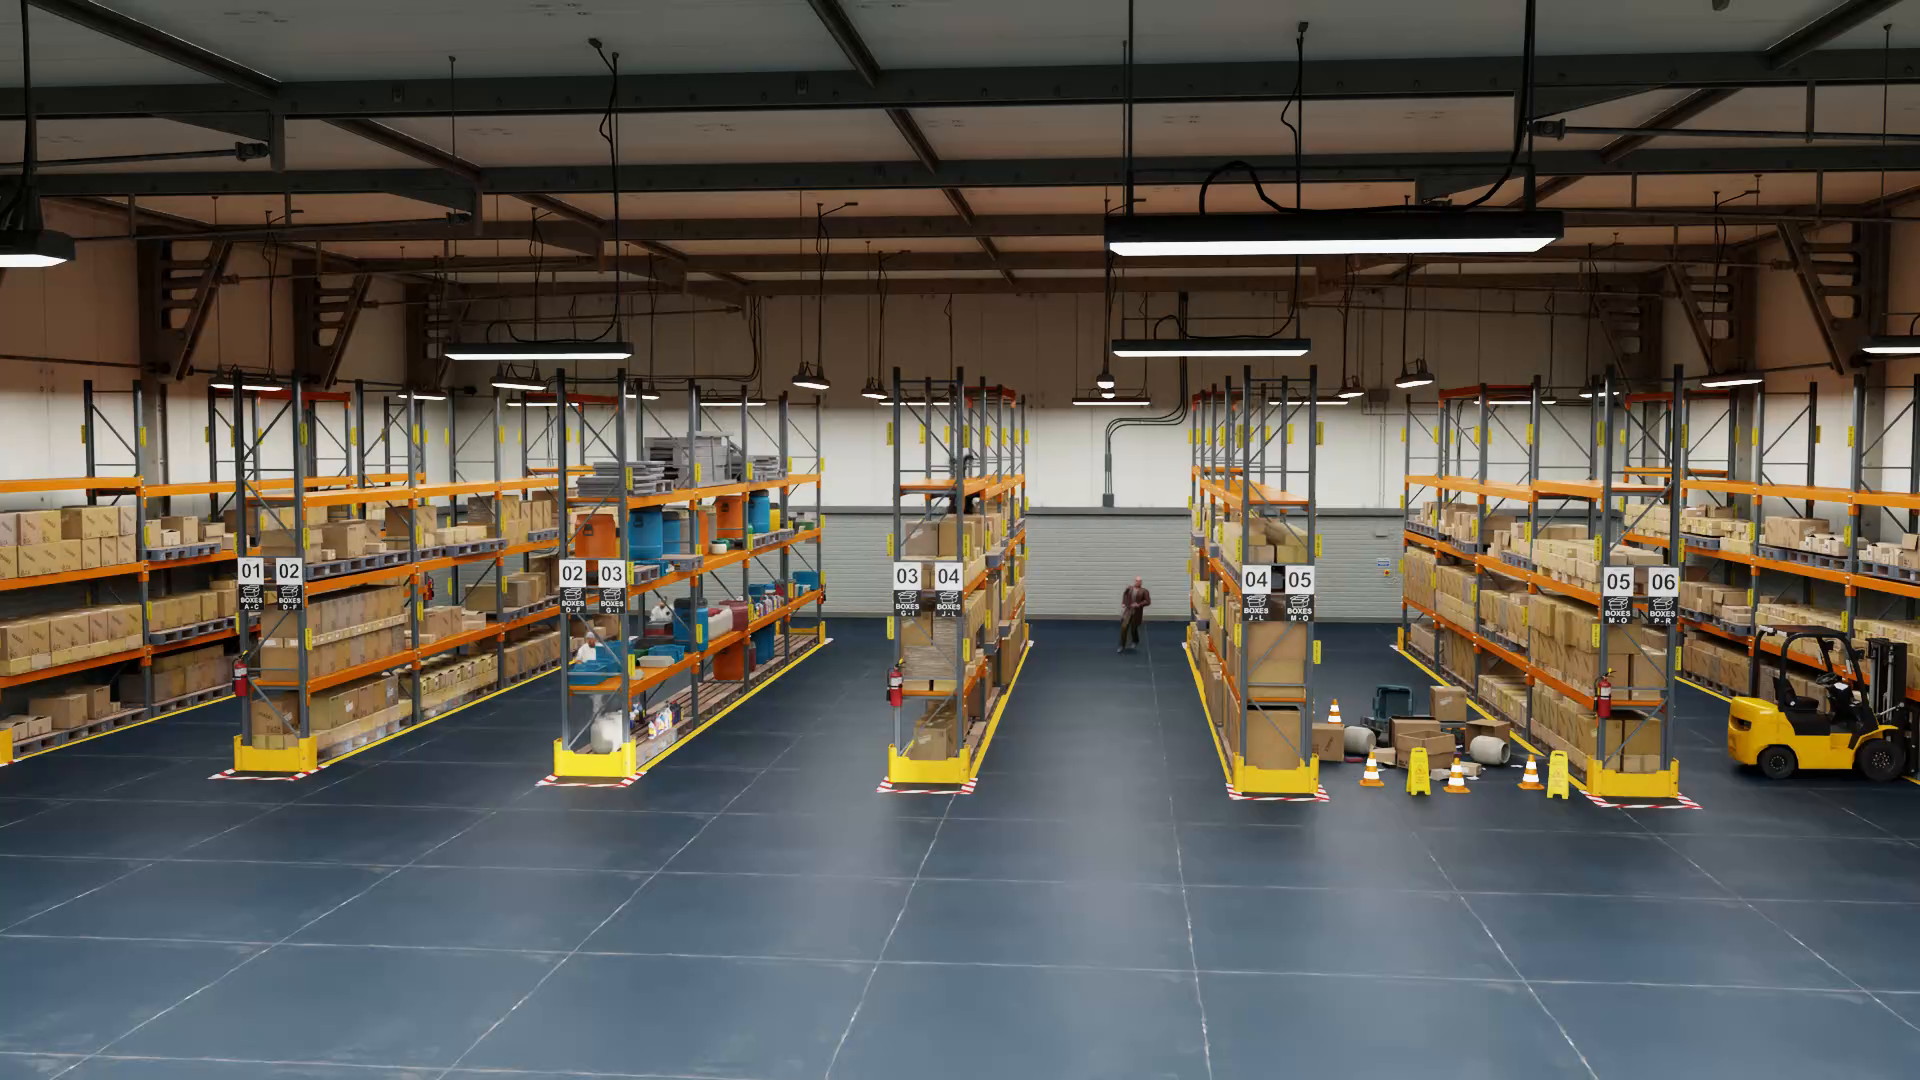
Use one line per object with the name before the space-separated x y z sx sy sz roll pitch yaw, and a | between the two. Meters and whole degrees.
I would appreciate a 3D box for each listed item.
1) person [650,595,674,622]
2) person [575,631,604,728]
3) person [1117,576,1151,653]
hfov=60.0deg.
person | -6.441 1.969 36.222 0.607 1.576 0.747 0 4 -5
person | -6.334 2.379 28.901 0.614 1.648 0.969 0 4 7
person | 4.076 1.720 38.641 0.736 1.754 1.018 2 4 25
